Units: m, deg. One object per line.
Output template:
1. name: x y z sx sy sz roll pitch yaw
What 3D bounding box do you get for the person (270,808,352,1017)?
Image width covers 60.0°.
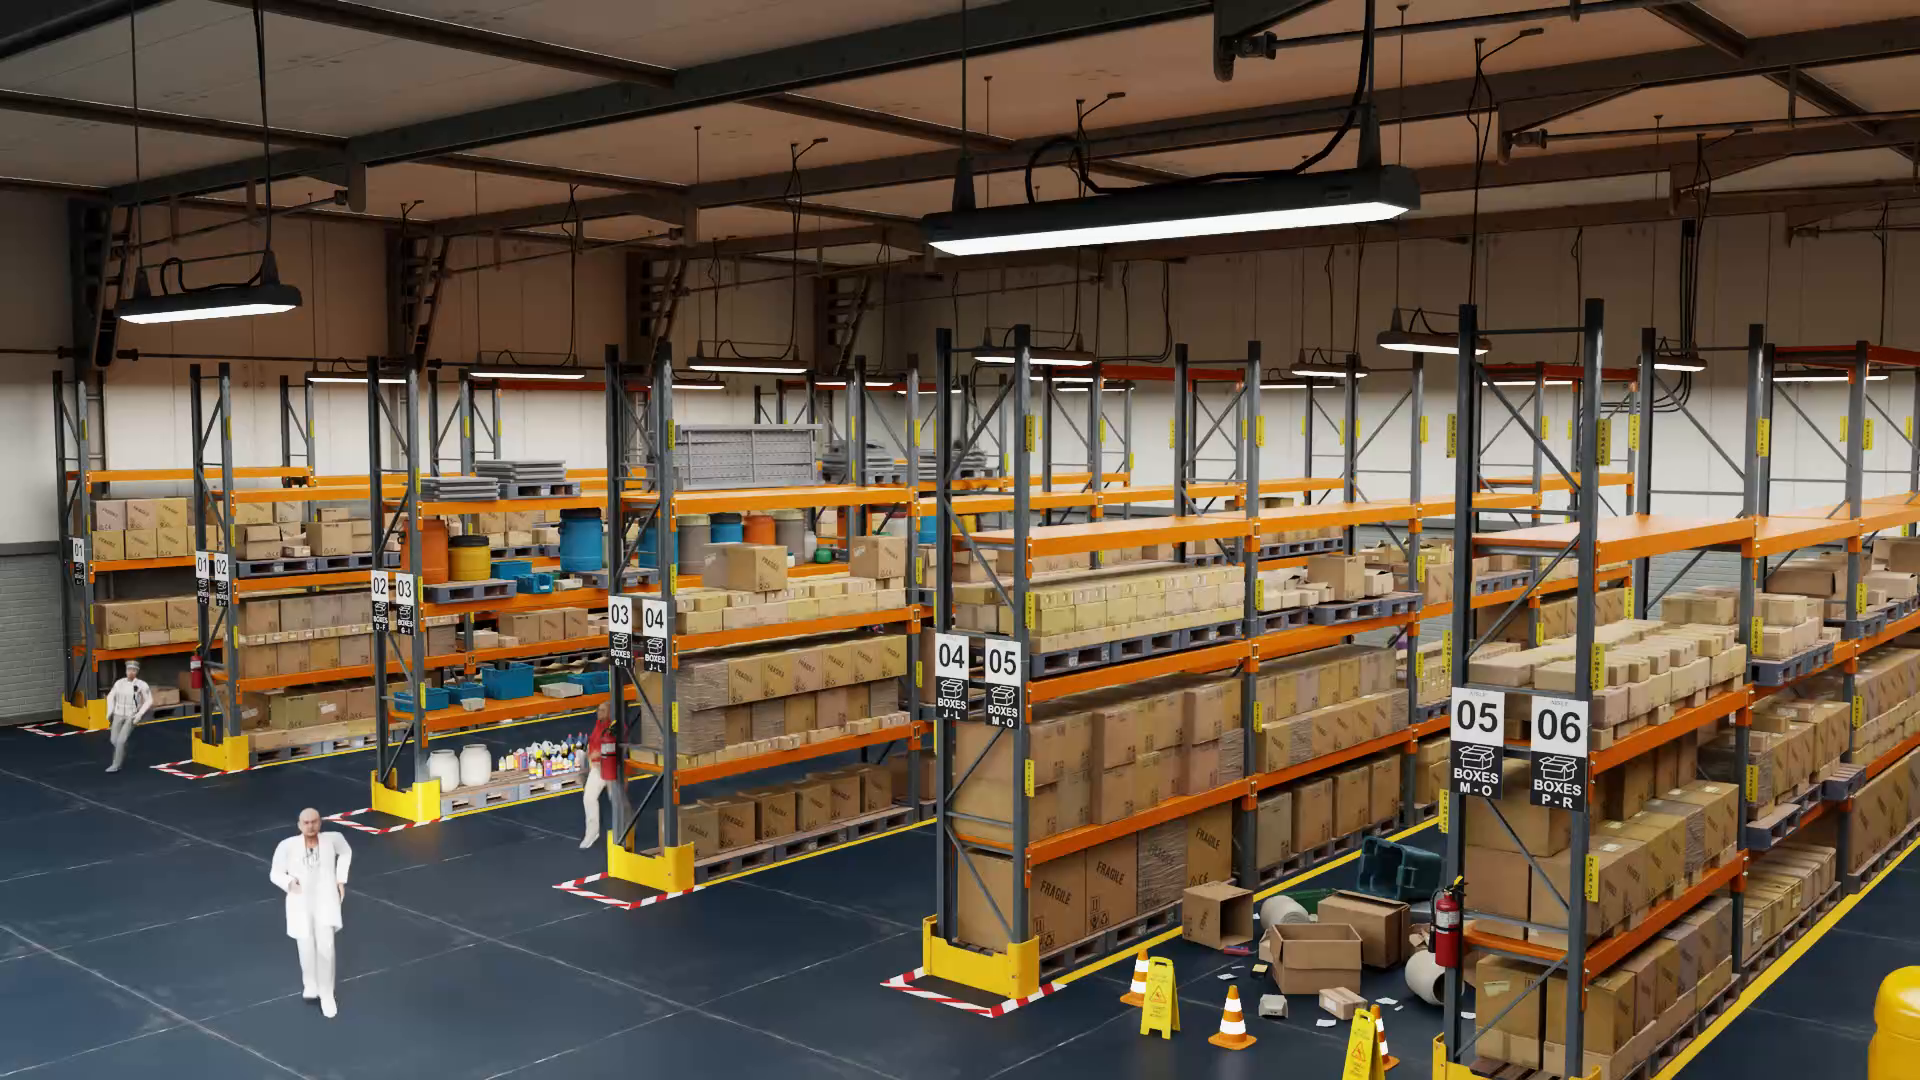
1. person: -5.670 3.236 14.549 0.647 1.819 0.874 -1 4 -17

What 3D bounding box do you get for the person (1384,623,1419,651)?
1. person: 8.069 2.194 30.286 0.607 1.595 0.592 -1 4 -7

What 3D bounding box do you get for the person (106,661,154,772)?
1. person: -12.269 2.582 24.569 0.651 1.622 0.521 -1 4 -8

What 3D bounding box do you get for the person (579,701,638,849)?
1. person: -4.279 2.846 20.293 0.651 1.789 0.807 3 5 33
